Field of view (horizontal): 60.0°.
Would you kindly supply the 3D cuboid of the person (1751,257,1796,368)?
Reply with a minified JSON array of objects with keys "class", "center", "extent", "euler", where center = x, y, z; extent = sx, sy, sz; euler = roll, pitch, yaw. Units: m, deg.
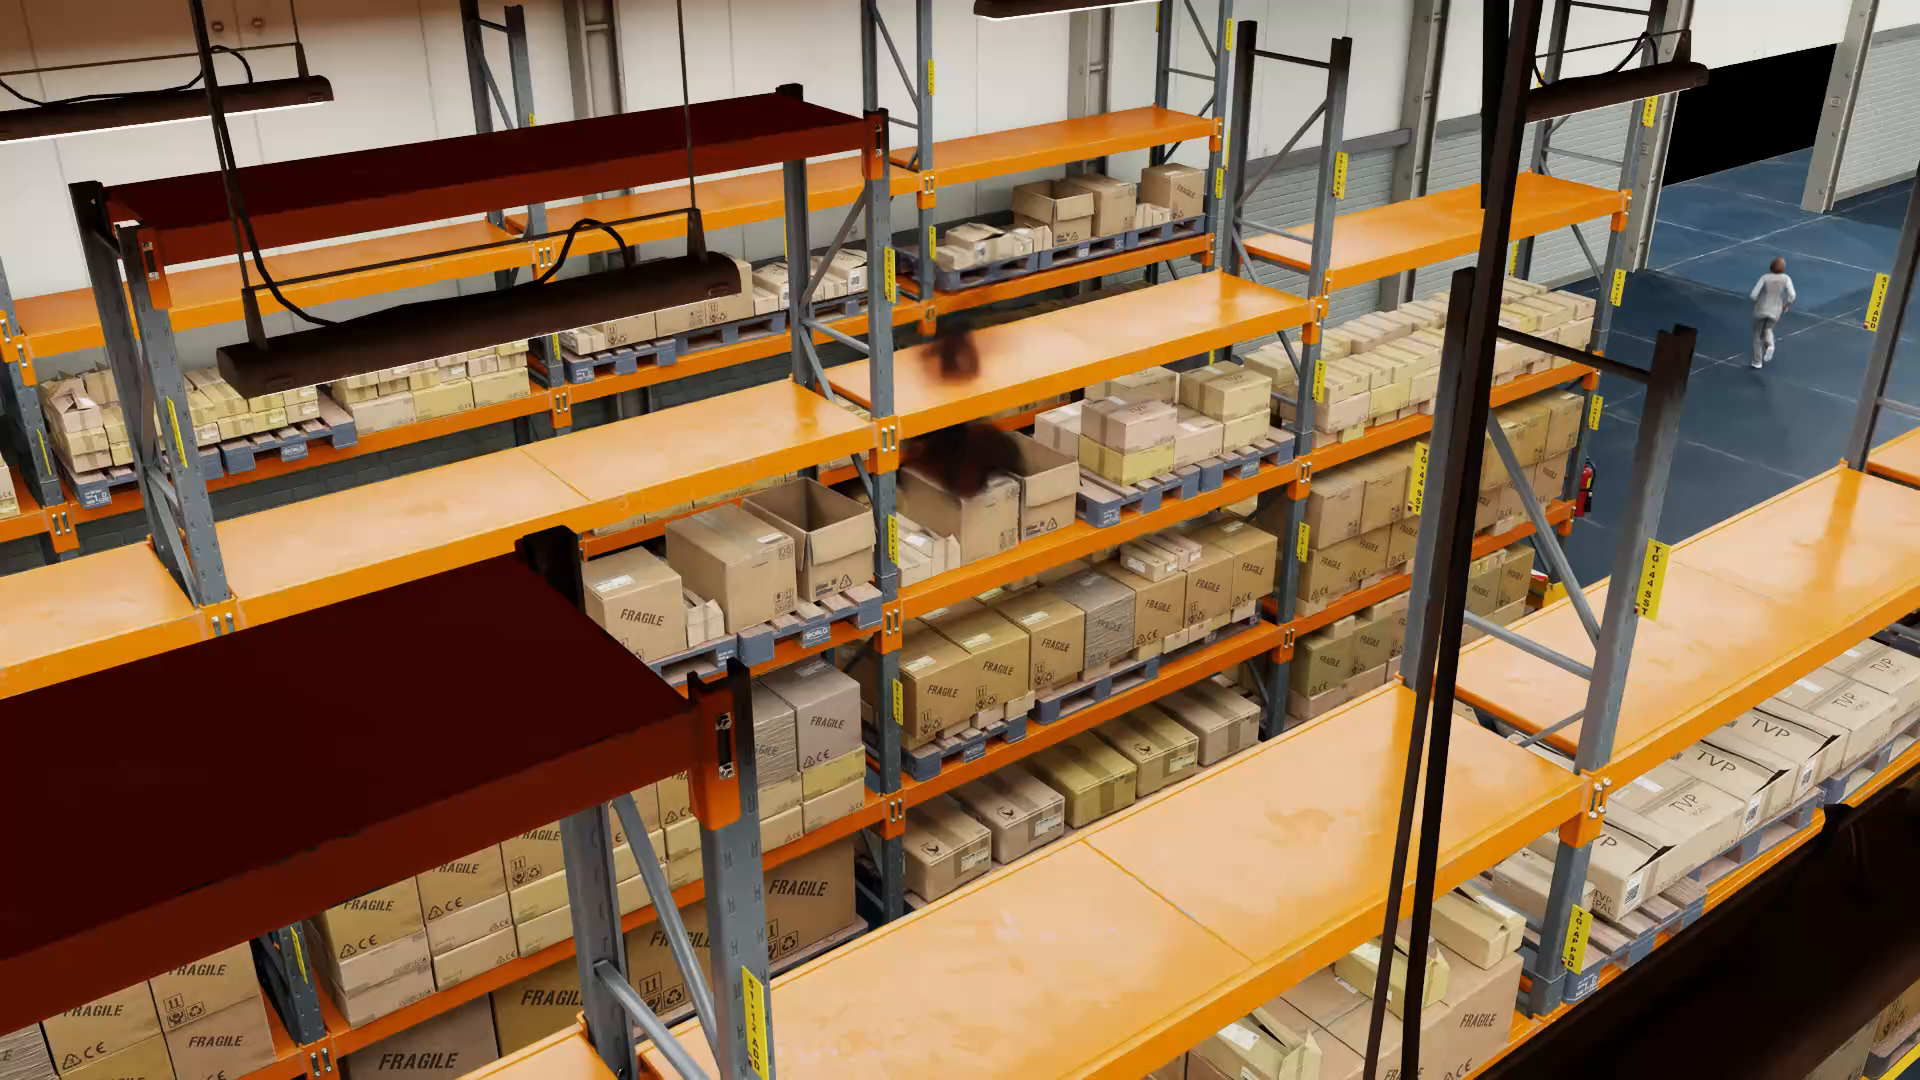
[{"class":"person","center":[11.065,-3.116,22.727],"extent":[0.505,1.558,0.539],"euler":[7,27,13]}]
